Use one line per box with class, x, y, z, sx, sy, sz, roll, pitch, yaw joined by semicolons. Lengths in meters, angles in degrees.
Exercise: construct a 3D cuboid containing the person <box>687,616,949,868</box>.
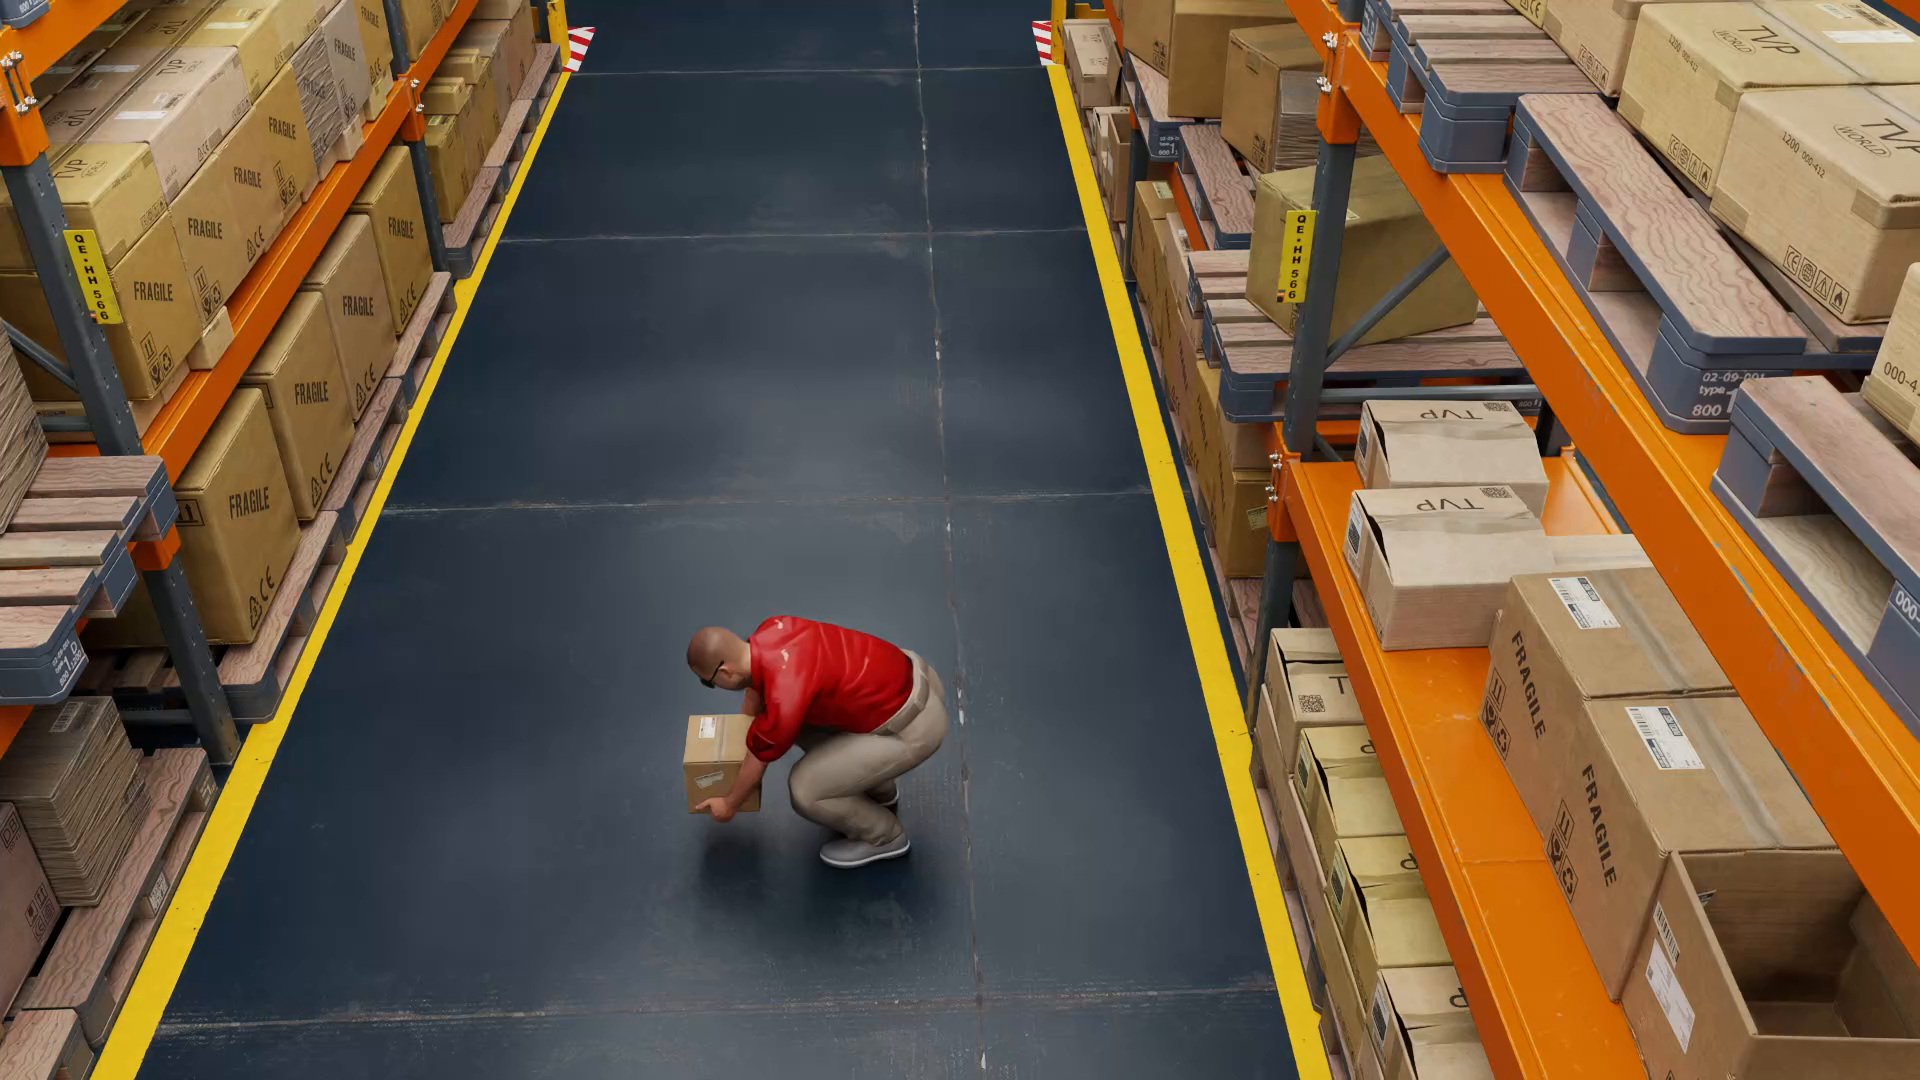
person;-0.495;0.672;5.867;0.905;0.974;0.524;-3;35;-4
